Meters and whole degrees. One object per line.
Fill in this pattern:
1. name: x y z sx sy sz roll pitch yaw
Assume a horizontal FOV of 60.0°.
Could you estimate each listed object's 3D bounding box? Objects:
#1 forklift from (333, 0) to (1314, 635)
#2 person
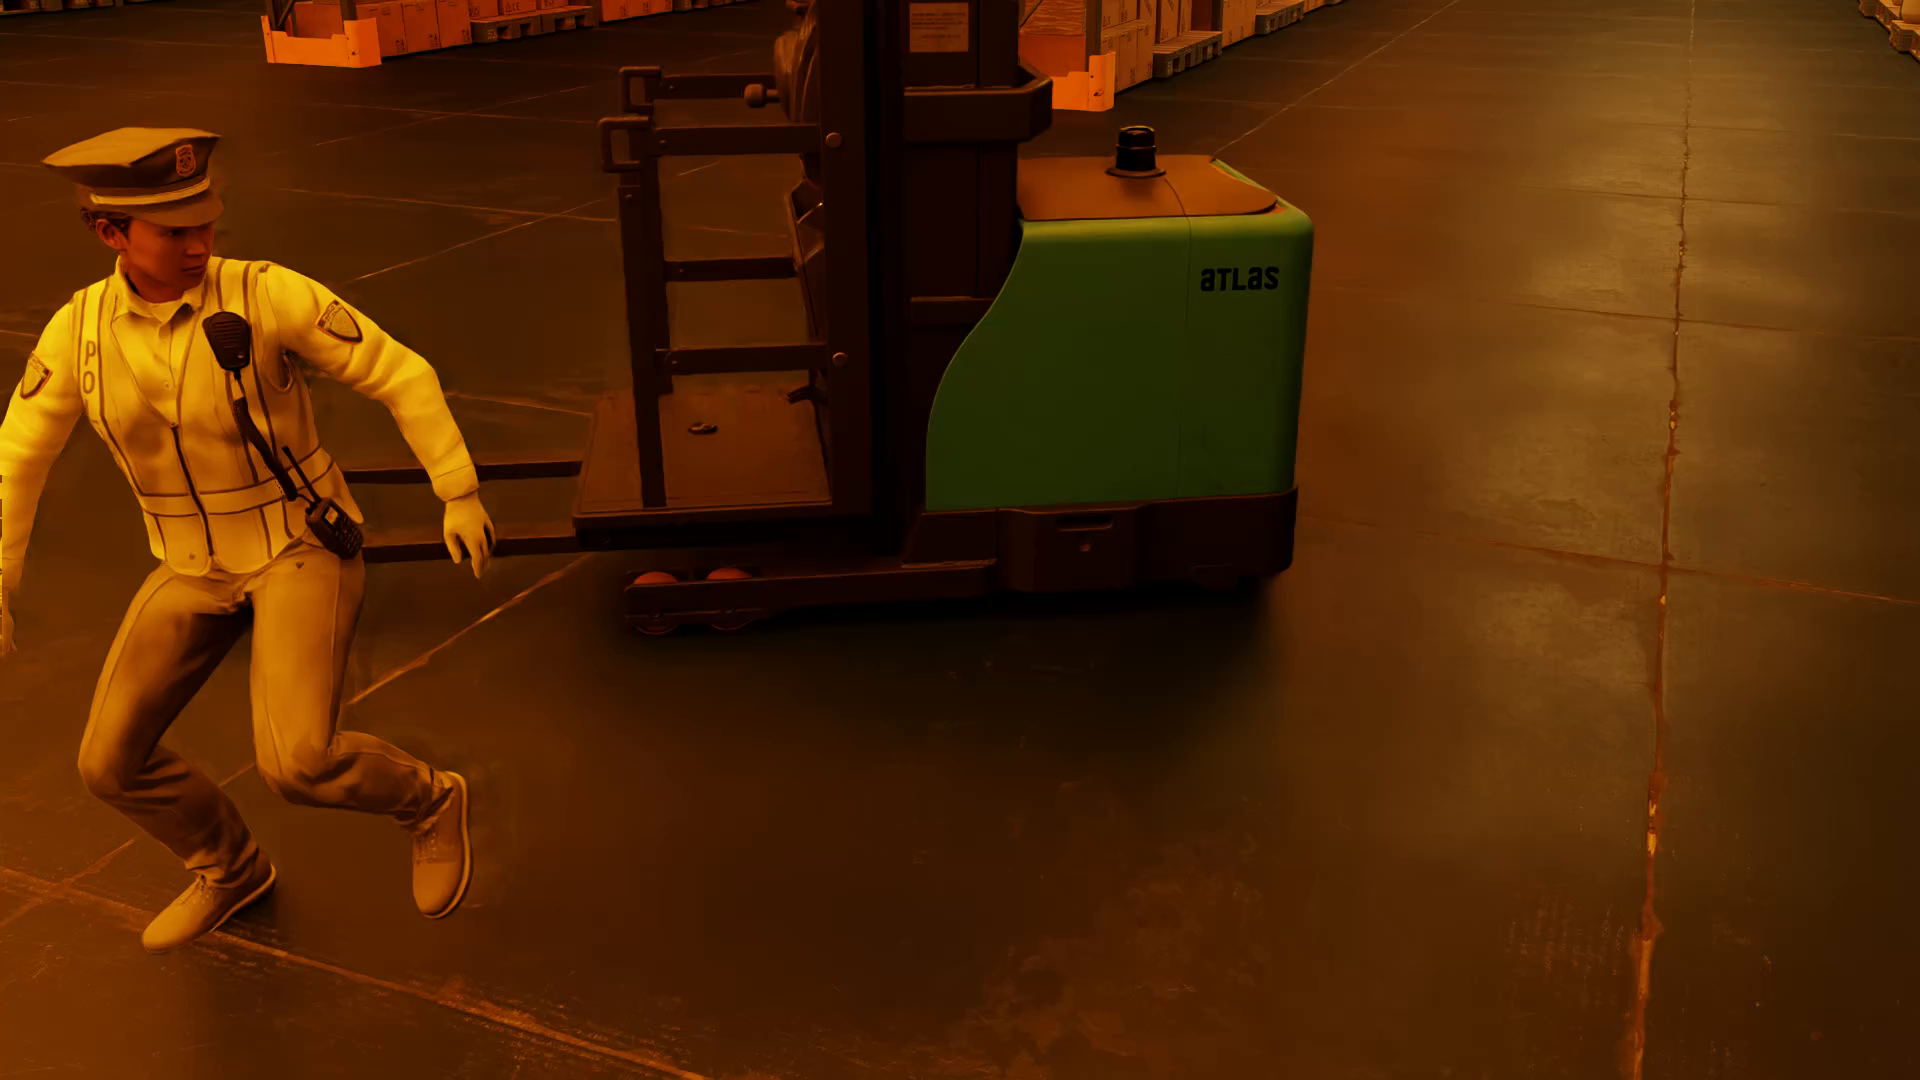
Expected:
1. forklift: -0.610 -1.314 4.435 3.031 2.935 1.130 -3 23 -7
2. person: -1.295 0.055 2.986 0.804 1.561 0.509 4 23 10
